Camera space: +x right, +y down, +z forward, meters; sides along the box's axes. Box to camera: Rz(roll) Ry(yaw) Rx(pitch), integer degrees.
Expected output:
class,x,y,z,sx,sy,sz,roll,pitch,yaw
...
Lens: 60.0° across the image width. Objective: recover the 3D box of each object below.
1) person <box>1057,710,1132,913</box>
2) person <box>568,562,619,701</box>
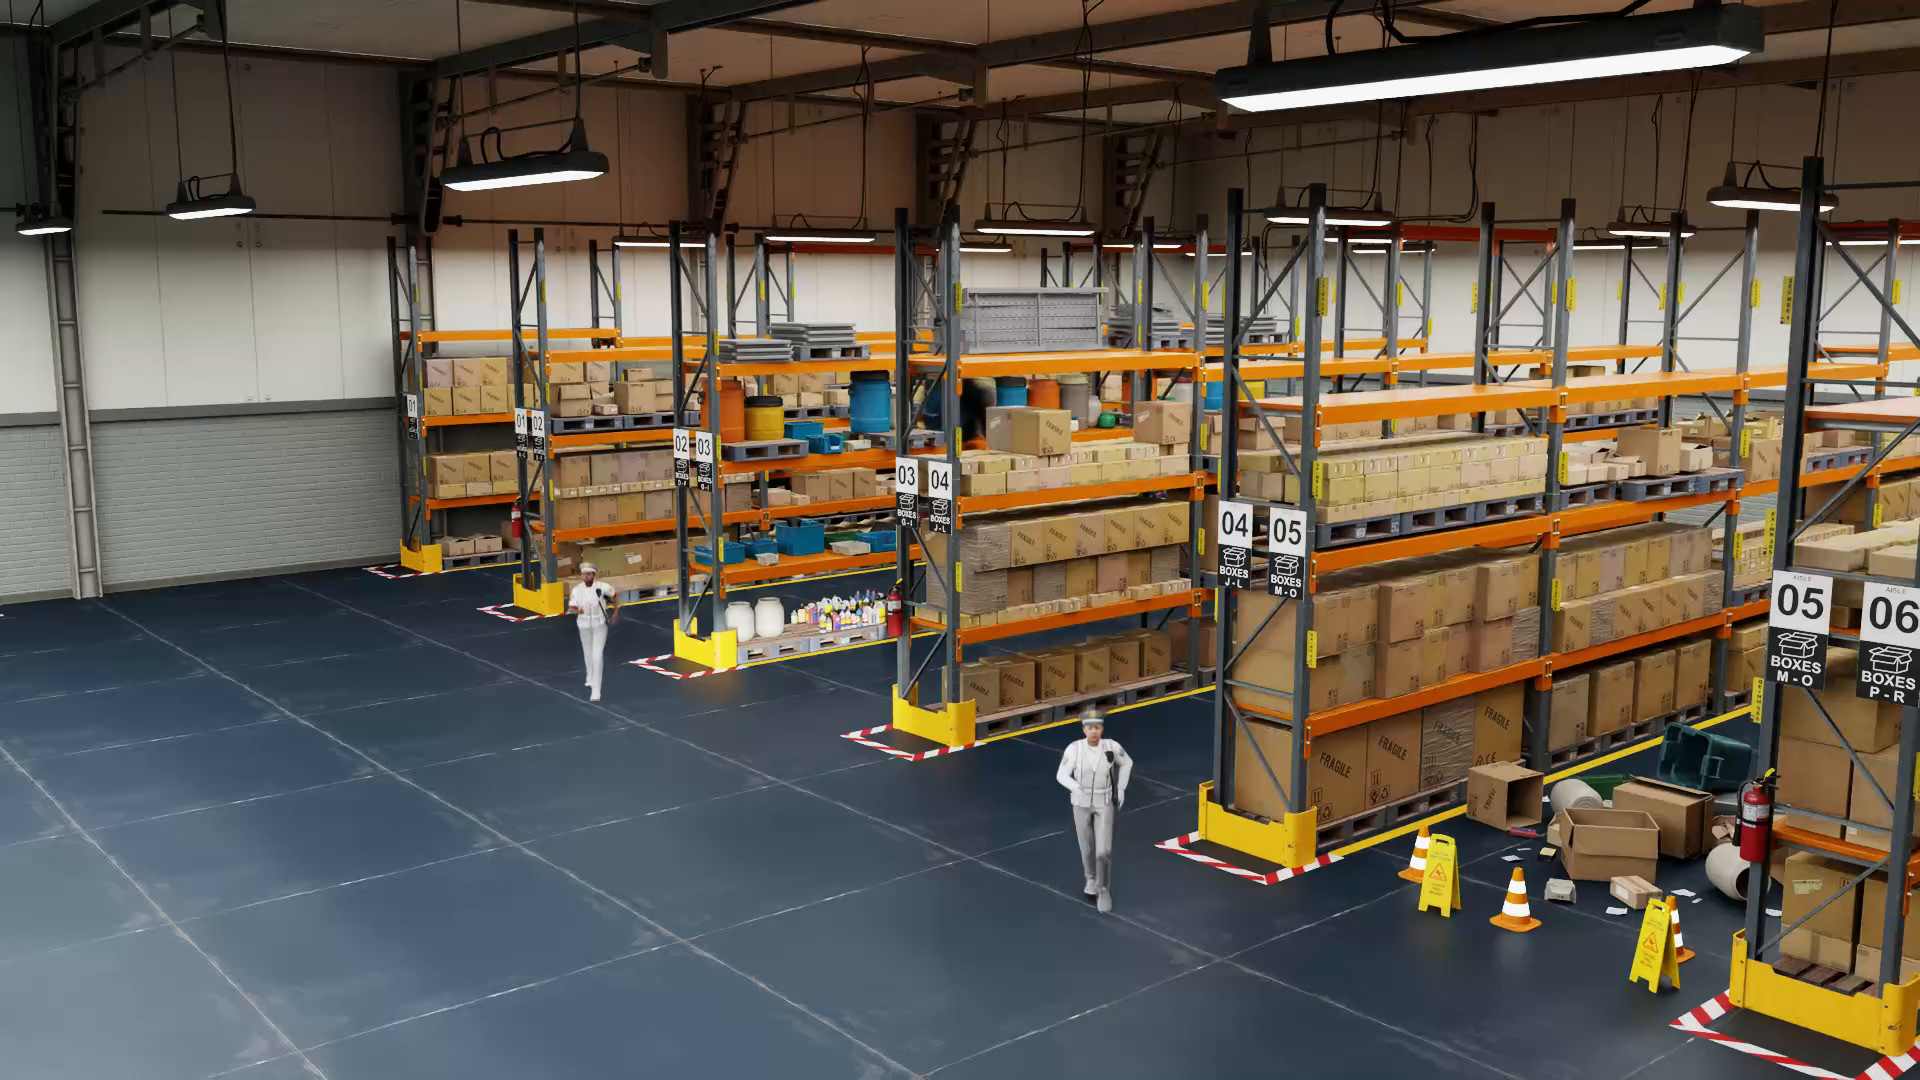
class,x,y,z,sx,sy,sz,roll,pitch,yaw
person,1.107,2.234,13.823,0.605,1.722,0.703,2,9,10
person,-4.620,1.120,21.017,0.587,1.747,0.890,0,9,0
